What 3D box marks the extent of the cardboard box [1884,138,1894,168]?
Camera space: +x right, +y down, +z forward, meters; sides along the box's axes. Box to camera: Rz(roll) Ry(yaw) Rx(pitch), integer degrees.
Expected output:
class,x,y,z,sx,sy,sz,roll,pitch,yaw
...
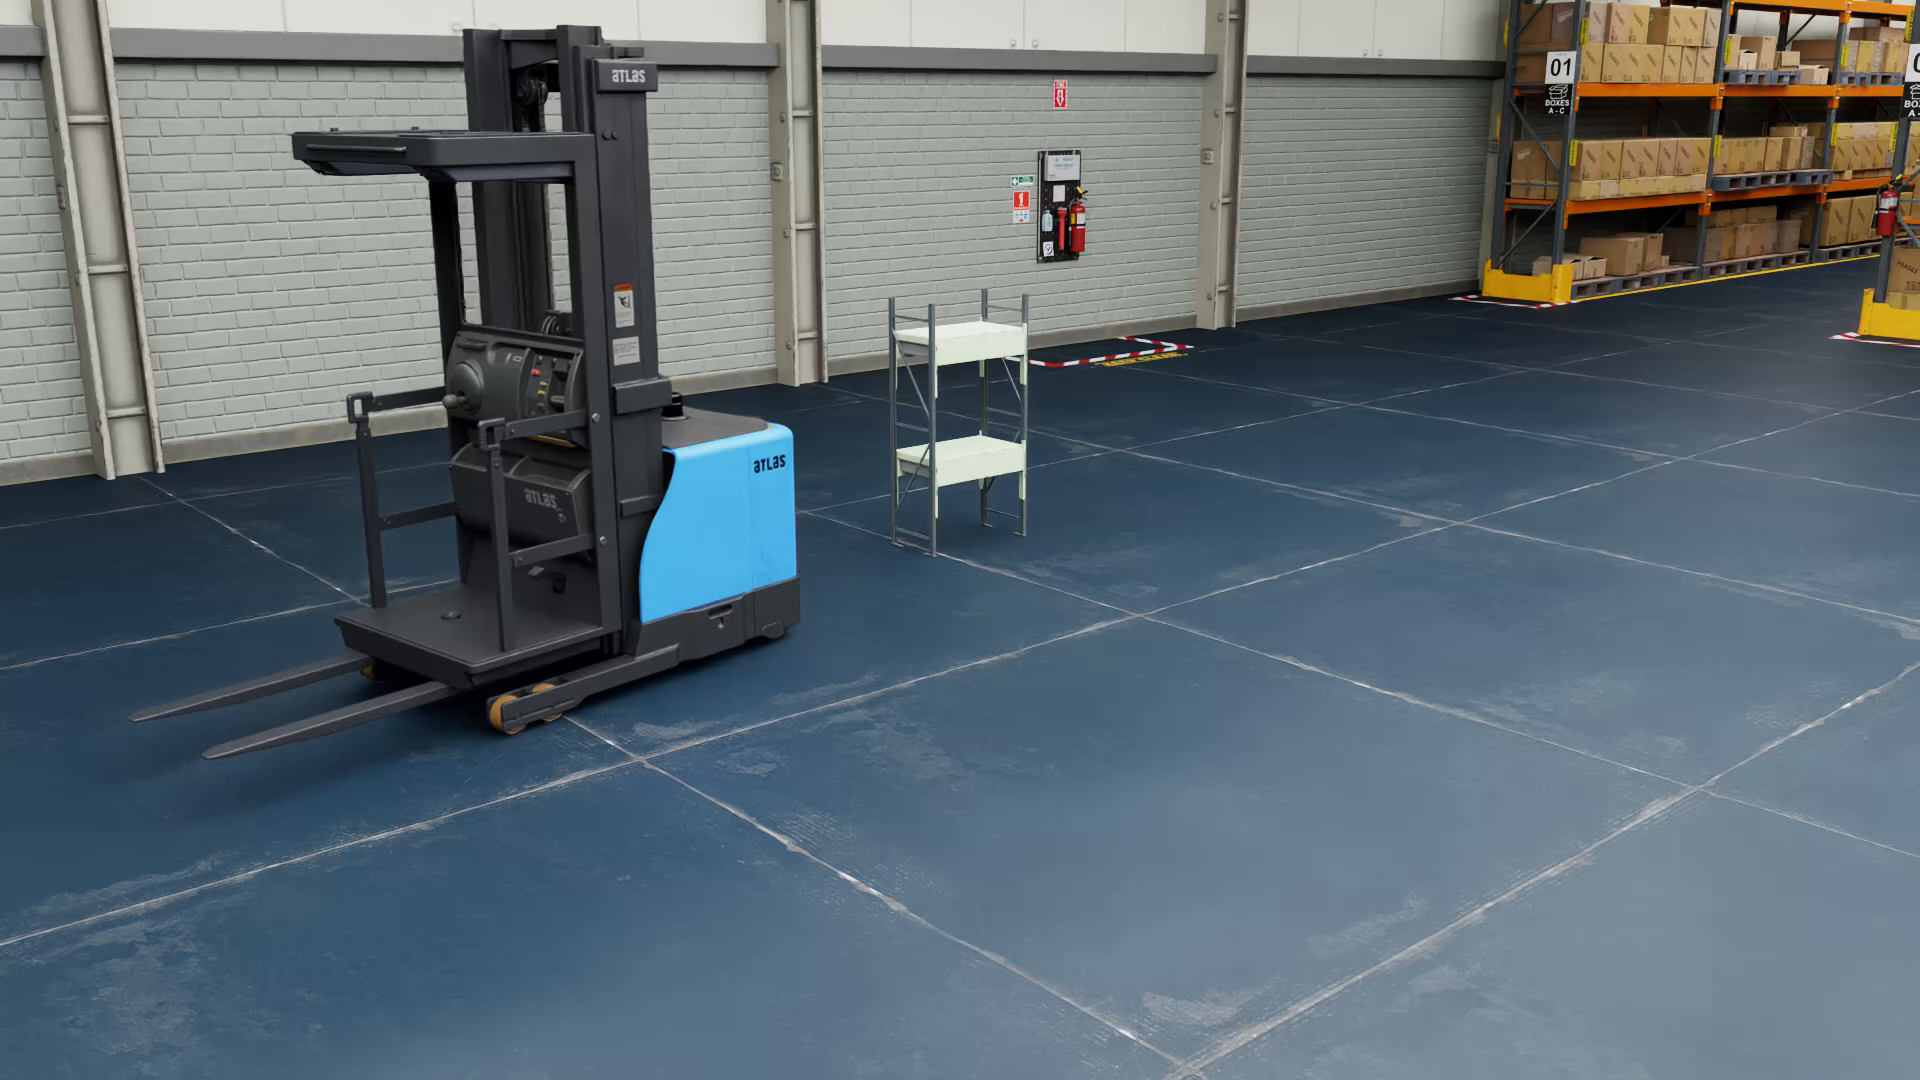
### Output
class,x,y,z,sx,sy,sz,roll,pitch,yaw
cardboard box,15.692,-6.639,28.485,0.500,0.500,0.500,-13,19,-39

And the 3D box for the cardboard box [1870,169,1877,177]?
class,x,y,z,sx,sy,sz,roll,pitch,yaw
cardboard box,15.374,-6.263,28.334,0.250,0.149,0.380,-12,19,-38

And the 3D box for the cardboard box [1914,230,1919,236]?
class,x,y,z,sx,sy,sz,roll,pitch,yaw
cardboard box,17.269,-5.839,30.326,0.500,0.500,0.700,-12,19,-39

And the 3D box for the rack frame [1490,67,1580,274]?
class,x,y,z,sx,sy,sz,roll,pitch,yaw
rack frame,7.585,-4.704,22.048,0.127,3.000,1.000,-13,19,-39

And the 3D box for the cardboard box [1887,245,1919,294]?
class,x,y,z,sx,sy,sz,roll,pitch,yaw
cardboard box,11.049,-3.126,19.201,0.500,0.500,0.500,-13,19,-39

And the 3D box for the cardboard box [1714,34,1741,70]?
class,x,y,z,sx,sy,sz,roll,pitch,yaw
cardboard box,11.068,-7.159,24.419,0.500,0.500,0.500,-9,18,-32

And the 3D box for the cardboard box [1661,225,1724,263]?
class,x,y,z,sx,sy,sz,roll,pitch,yaw
cardboard box,11.147,-4.514,25.329,0.500,0.500,0.700,-12,19,-38

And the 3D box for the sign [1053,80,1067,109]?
class,x,y,z,sx,sy,sz,roll,pitch,yaw
sign,1.059,-4.701,17.546,0.199,0.298,0.001,-13,19,-39

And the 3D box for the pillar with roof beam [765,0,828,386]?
class,x,y,z,sx,sy,sz,roll,pitch,yaw
pillar with roof beam,1.319,-5.018,11.600,0.400,9.000,9.100,-13,19,-39

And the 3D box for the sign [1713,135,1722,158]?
class,x,y,z,sx,sy,sz,roll,pitch,yaw
sign,10.965,-5.695,24.082,0.005,0.325,0.100,-13,19,-39

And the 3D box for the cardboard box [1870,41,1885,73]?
class,x,y,z,sx,sy,sz,roll,pitch,yaw
cardboard box,15.104,-8.140,28.052,0.500,0.500,0.700,-13,20,-39

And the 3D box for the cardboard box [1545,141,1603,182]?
class,x,y,z,sx,sy,sz,roll,pitch,yaw
cardboard box,8.143,-5.026,22.052,0.500,0.500,0.500,-13,19,-39

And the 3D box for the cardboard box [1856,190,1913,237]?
class,x,y,z,sx,sy,sz,roll,pitch,yaw
cardboard box,16.233,-5.766,29.375,0.750,0.750,0.750,-12,19,-39

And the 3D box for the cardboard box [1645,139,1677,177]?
class,x,y,z,sx,sy,sz,roll,pitch,yaw
cardboard box,9.689,-5.372,23.347,0.500,0.500,0.500,-13,20,-41

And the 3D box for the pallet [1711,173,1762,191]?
class,x,y,z,sx,sy,sz,roll,pitch,yaw
pallet,11.275,-5.390,24.988,1.213,0.211,1.003,-13,19,-39

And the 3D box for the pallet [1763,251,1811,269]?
class,x,y,z,sx,sy,sz,roll,pitch,yaw
pallet,13.030,-4.580,26.987,1.213,0.211,1.003,-13,19,-39

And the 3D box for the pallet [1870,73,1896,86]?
class,x,y,z,sx,sy,sz,roll,pitch,yaw
pallet,14.913,-7.727,27.917,1.213,0.211,1.003,-12,19,-37

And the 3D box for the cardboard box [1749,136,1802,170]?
class,x,y,z,sx,sy,sz,roll,pitch,yaw
cardboard box,12.869,-6.139,26.372,0.700,0.500,0.500,14,20,42

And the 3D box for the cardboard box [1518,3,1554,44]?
class,x,y,z,sx,sy,sz,roll,pitch,yaw
cardboard box,7.739,-6.818,21.980,0.500,0.500,0.500,-12,19,-37

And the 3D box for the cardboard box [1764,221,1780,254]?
class,x,y,z,sx,sy,sz,roll,pitch,yaw
cardboard box,12.647,-4.867,26.651,0.500,0.500,0.700,-13,20,-39

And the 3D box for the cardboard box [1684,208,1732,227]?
class,x,y,z,sx,sy,sz,roll,pitch,yaw
cardboard box,11.477,-4.952,25.514,0.500,0.250,0.500,-13,20,-41

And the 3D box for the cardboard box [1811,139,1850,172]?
class,x,y,z,sx,sy,sz,roll,pitch,yaw
cardboard box,14.155,-6.293,27.189,0.500,0.500,0.500,-12,19,-38

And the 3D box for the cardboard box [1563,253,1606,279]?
class,x,y,z,sx,sy,sz,roll,pitch,yaw
cardboard box,8.596,-3.814,23.073,0.500,0.311,0.500,-11,18,-35

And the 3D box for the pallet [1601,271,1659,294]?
class,x,y,z,sx,sy,sz,roll,pitch,yaw
pallet,9.199,-3.706,23.715,1.213,0.211,1.003,-13,19,-39

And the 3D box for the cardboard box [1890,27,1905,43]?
class,x,y,z,sx,sy,sz,roll,pitch,yaw
cardboard box,15.888,-8.686,28.642,0.500,0.250,0.500,-11,18,-35

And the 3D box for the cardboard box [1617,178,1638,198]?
class,x,y,z,sx,sy,sz,roll,pitch,yaw
cardboard box,8.932,-4.838,22.801,0.500,0.250,0.500,-13,20,-40

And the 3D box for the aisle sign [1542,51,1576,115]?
class,x,y,z,sx,sy,sz,roll,pitch,yaw
aisle sign,7.728,-5.889,21.448,0.004,0.787,0.394,-13,19,-39

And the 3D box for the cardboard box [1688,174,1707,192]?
class,x,y,z,sx,sy,sz,roll,pitch,yaw
cardboard box,10.444,-5.180,24.080,0.500,0.250,0.500,-13,19,-39

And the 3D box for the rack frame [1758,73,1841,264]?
class,x,y,z,sx,sy,sz,roll,pitch,yaw
rack frame,13.620,-6.059,27.121,0.127,3.000,1.000,-13,19,-39

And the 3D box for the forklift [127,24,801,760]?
class,x,y,z,sx,sy,sz,roll,pitch,yaw
forklift,-2.136,-0.729,7.299,1.130,2.935,3.031,12,19,38

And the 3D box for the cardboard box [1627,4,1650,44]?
class,x,y,z,sx,sy,sz,roll,pitch,yaw
cardboard box,8.826,-6.876,22.198,0.500,0.500,0.500,-12,19,-38

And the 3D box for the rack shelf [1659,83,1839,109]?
class,x,y,z,sx,sy,sz,roll,pitch,yaw
rack shelf,12.112,-6.822,25.559,4.000,0.370,1.077,-13,19,-39

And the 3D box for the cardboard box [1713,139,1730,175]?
class,x,y,z,sx,sy,sz,roll,pitch,yaw
cardboard box,11.009,-5.722,24.813,0.500,0.500,0.700,-13,19,-39

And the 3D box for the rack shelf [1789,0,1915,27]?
class,x,y,z,sx,sy,sz,roll,pitch,yaw
rack shelf,15.129,-8.756,27.760,4.000,0.370,1.077,-13,19,-39

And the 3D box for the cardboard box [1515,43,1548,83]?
class,x,y,z,sx,sy,sz,roll,pitch,yaw
cardboard box,7.734,-6.331,22.094,0.500,0.500,0.500,-11,18,-35

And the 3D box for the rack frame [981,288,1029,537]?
class,x,y,z,sx,sy,sz,roll,pitch,yaw
rack frame,0.271,-0.785,10.284,0.023,1.500,0.400,-13,19,-39

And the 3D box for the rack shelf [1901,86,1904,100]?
class,x,y,z,sx,sy,sz,roll,pitch,yaw
rack shelf,12.349,-5.181,19.414,4.000,0.370,1.077,-13,19,-39

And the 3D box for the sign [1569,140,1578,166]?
class,x,y,z,sx,sy,sz,roll,pitch,yaw
sign,7.942,-5.017,21.541,0.005,0.325,0.100,-13,19,-39

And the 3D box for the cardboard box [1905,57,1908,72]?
class,x,y,z,sx,sy,sz,roll,pitch,yaw
cardboard box,17.000,-8.526,29.828,0.500,0.250,0.500,-12,19,-39

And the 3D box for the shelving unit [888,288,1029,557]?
class,x,y,z,sx,sy,sz,roll,pitch,yaw
shelving unit,-0.005,-0.723,10.052,0.755,1.500,0.431,-13,19,-39

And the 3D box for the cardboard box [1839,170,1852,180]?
class,x,y,z,sx,sy,sz,roll,pitch,yaw
cardboard box,14.473,-6.028,27.452,0.250,0.149,0.380,-12,19,-38

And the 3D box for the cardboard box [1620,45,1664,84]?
class,x,y,z,sx,sy,sz,roll,pitch,yaw
cardboard box,9.210,-6.487,22.677,0.500,0.500,0.500,-11,19,-36

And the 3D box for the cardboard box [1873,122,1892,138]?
class,x,y,z,sx,sy,sz,roll,pitch,yaw
cardboard box,15.677,-7.001,28.384,0.500,0.250,0.500,-12,19,-38

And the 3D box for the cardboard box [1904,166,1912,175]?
class,x,y,z,sx,sy,sz,roll,pitch,yaw
cardboard box,16.394,-6.465,29.090,0.250,0.149,0.380,-12,19,-38

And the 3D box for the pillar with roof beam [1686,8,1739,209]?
class,x,y,z,sx,sy,sz,roll,pitch,yaw
pillar with roof beam,14.898,-8.068,23.016,0.400,9.000,9.100,-13,19,-39

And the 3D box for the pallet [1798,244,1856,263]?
class,x,y,z,sx,sy,sz,roll,pitch,yaw
pallet,14.265,-4.831,27.926,1.213,0.211,1.003,-13,19,-39

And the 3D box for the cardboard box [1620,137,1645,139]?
class,x,y,z,sx,sy,sz,roll,pitch,yaw
cardboard box,9.718,-5.555,24.033,0.500,0.500,0.500,-13,20,-40

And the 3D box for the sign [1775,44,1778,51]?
class,x,y,z,sx,sy,sz,roll,pitch,yaw
sign,13.262,-7.906,27.067,0.005,0.325,0.100,-13,19,-39

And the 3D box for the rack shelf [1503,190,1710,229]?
class,x,y,z,sx,sy,sz,roll,pitch,yaw
rack shelf,9.094,-4.695,23.409,4.000,0.370,1.077,-13,19,-39
